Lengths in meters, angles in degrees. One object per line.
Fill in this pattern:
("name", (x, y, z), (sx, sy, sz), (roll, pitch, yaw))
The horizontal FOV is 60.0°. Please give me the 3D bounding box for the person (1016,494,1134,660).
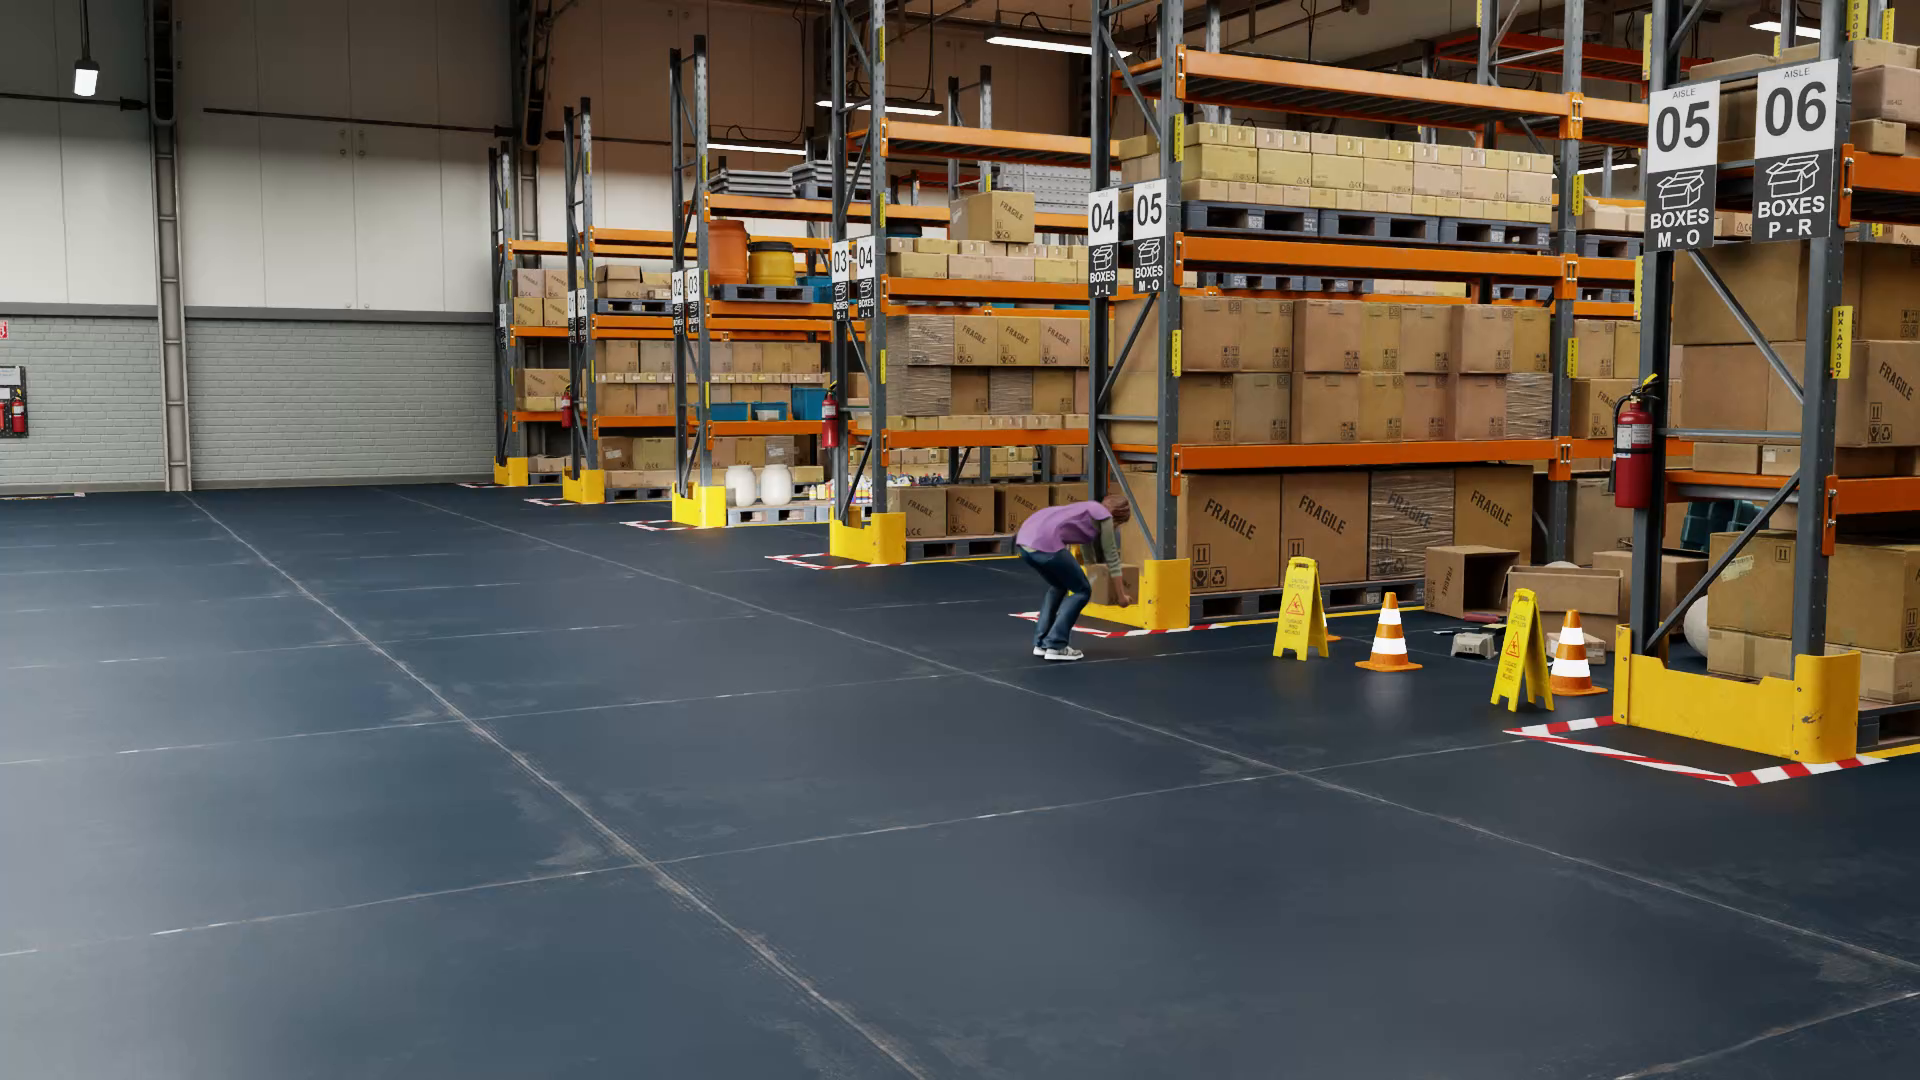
("person", (0.753, 0.237, 10.721), (0.855, 1.036, 0.408), (-3, 6, -31))
